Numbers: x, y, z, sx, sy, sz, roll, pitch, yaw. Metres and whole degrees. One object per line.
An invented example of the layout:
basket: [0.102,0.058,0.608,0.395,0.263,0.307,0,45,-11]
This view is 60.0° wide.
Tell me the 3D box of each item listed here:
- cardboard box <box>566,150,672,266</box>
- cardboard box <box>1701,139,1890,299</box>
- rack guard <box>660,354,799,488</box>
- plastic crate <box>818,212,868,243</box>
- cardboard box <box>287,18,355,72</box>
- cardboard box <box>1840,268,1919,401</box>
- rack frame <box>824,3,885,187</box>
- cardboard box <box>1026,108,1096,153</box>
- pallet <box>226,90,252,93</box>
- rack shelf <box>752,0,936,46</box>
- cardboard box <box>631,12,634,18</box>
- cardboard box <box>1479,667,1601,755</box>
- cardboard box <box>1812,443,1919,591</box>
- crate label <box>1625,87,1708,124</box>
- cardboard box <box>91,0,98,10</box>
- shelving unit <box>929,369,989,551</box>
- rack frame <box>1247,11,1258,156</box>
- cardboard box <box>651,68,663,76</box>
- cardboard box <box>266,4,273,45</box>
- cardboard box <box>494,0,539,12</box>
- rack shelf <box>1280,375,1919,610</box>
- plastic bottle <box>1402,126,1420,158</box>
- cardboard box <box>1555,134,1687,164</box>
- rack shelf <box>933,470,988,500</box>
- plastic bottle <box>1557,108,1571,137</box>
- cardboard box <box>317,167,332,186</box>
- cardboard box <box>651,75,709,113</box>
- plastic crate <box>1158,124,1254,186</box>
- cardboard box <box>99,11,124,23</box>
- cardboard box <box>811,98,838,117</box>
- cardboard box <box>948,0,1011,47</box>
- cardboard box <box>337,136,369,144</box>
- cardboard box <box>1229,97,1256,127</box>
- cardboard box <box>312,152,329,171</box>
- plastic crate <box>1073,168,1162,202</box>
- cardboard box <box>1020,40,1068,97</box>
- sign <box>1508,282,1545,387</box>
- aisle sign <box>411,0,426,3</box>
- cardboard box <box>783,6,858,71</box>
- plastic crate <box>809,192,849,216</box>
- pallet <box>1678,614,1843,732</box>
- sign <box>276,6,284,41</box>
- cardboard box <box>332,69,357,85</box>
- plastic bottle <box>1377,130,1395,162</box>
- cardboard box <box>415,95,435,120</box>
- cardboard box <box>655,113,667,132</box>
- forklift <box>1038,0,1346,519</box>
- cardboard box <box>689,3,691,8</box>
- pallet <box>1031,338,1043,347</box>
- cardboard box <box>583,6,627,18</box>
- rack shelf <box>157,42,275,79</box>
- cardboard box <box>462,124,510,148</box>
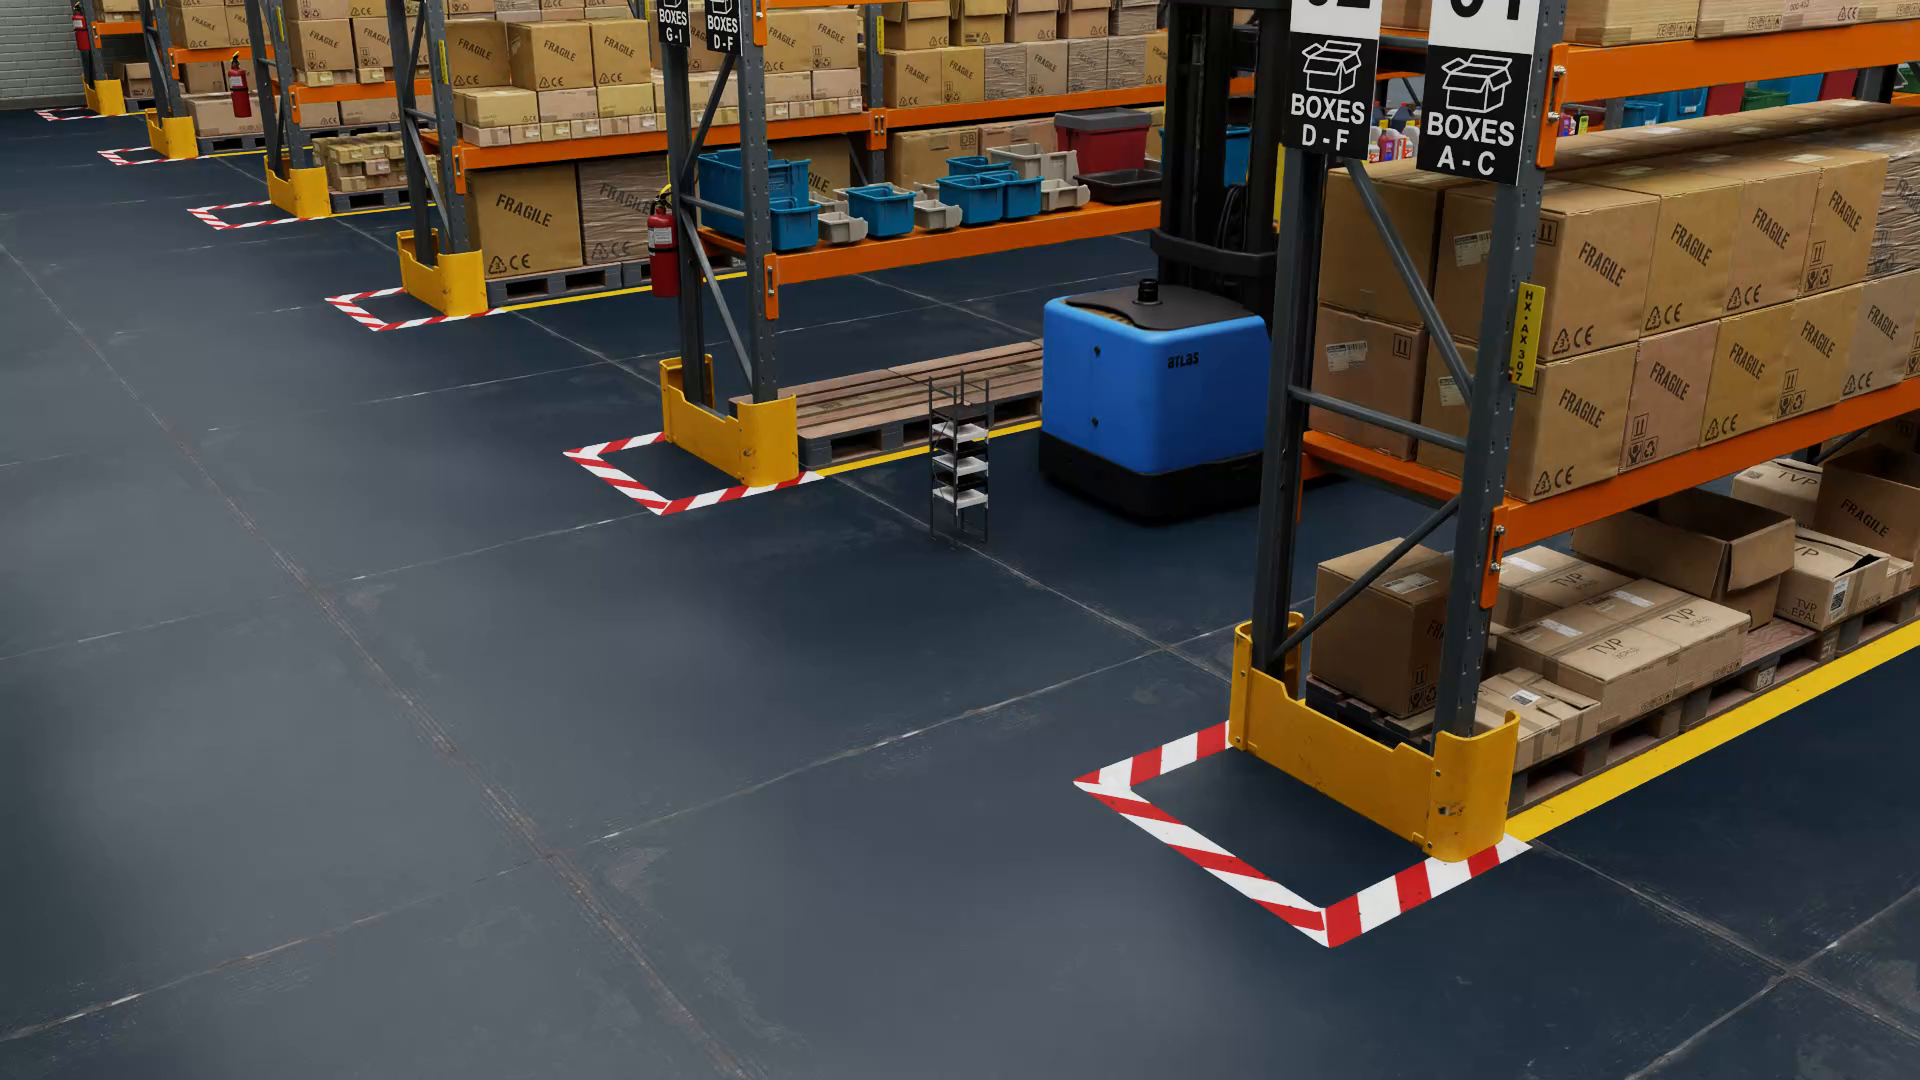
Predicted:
cardboard box: [-3.077,-2.967,14.585,0.875,0.875,0.875,-15,26,-33]
cardboard box: [3.249,-1.278,6.568,0.500,0.500,0.500,-15,26,-33]
rack guard: [-1.408,-0.739,10.074,0.348,0.500,1.175,-15,26,-33]
plastic crate: [-0.694,-1.814,9.669,0.298,0.136,0.250,-15,26,-33]
cardboard box: [-6.577,-5.112,17.124,0.500,0.500,0.500,-14,25,-30]
cardboard box: [3.652,-0.921,7.023,0.500,0.500,0.500,-14,26,-32]
rack frame: [-1.042,-4.265,15.538,0.127,3.000,1.000,-15,26,-33]
cardboard box: [0.905,-4.005,17.187,0.875,0.875,1.225,-15,26,-33]
pallet: [-11.280,-7.030,26.229,1.213,0.211,1.003,-15,26,-33]
rack shelf: [0.228,-3.401,10.296,4.000,0.370,1.077,-15,26,-33]
cardboard box: [-4.665,-7.636,24.187,0.500,0.250,0.500,-15,26,-33]
cardboard box: [2.237,0.652,6.444,0.250,0.166,0.380,-15,26,-33]
cardboard box: [4.444,-0.119,7.926,0.500,0.500,0.500,-15,26,-33]
crate label: [6.062,-3.791,14.302,0.616,0.435,0.502,-15,26,-33]
cardboard box: [-12.760,-8.121,25.002,0.500,0.250,0.500,-14,26,-31]
shelving unit: [-0.007,-0.416,8.725,0.210,0.900,0.258,-15,26,-33]
rack frame: [1.851,-2.775,11.803,0.127,3.000,1.000,-15,26,-33]
cardboard box: [-2.805,-3.986,14.640,0.500,0.250,0.500,-15,26,-33]
cardboard box: [-8.701,-6.667,21.422,0.500,0.500,0.500,-15,26,-33]
cardboard box: [-4.920,-6.025,18.063,0.500,0.500,0.500,-14,26,-31]
rack shelf: [3.117,-0.517,7.115,4.000,0.370,1.077,-15,26,-33]
plastic bottle: [3.389,-2.954,12.418,0.135,0.276,0.152,-15,26,-33]
cardboard box: [2.522,-1.331,6.702,0.500,0.500,0.500,-14,26,-31]
rack shelf: [-0.007,-0.302,8.771,0.200,0.077,0.258,-15,26,-33]
plastic bottle: [4.832,-3.321,13.329,0.133,0.283,0.061,-15,26,-33]
cardboard box: [-6.798,-3.961,18.056,0.250,0.149,0.380,-14,26,-32]
cardboard box: [-2.493,-3.827,14.241,0.500,0.250,0.500,-16,27,-34]
plastic crate: [1.671,-2.592,11.285,0.575,0.384,0.392,-15,26,-33]
cardboard box: [-12.551,-7.745,24.598,0.250,0.149,0.380,-15,26,-33]
cardboard box: [-1.307,-3.928,15.032,0.250,0.149,0.380,-14,26,-32]
cardboard box: [0.036,-5.063,16.049,0.637,0.503,0.797,-15,26,-32]
cardboard box: [-6.584,-4.289,18.074,0.250,0.149,0.380,-14,26,-32]
cardboard box: [3.156,-4.794,18.632,0.500,0.250,0.500,-12,25,-27]
cardboard box: [-6.841,-4.123,18.059,0.250,0.149,0.380,-16,27,-34]
plastic crate: [1.099,-2.352,11.034,0.590,0.125,0.437,-15,26,-33]
cardboard box: [0.708,-4.667,16.409,0.500,0.500,0.500,-14,26,-32]
sign: [1.811,-0.657,5.328,0.005,0.325,0.100,-15,26,-33]
aisle sign: [-4.172,-4.501,12.621,0.004,0.787,0.394,-15,26,-33]
cardboard box: [-1.259,-4.502,14.920,0.500,0.500,0.500,-14,26,-31]
plastic crate: [-0.840,-2.046,10.250,0.243,0.136,0.396,-15,26,-33]
pallet: [3.192,0.425,7.546,1.213,0.211,1.003,-15,26,-33]
sign: [-6.786,-5.152,16.593,0.005,0.325,0.100,-15,26,-33]
cardboard box: [-6.466,-4.836,17.307,0.250,0.149,0.380,-14,26,-31]
plastic bottle: [3.119,-2.864,12.184,0.133,0.283,0.061,-15,26,-33]
cardboard box: [-7.401,-6.148,23.146,0.875,0.438,0.875,-15,26,-34]
cardboard box: [-2.560,-3.594,14.194,0.250,0.149,0.380,-16,27,-34]
forklift: [1.970,-1.878,9.649,3.031,2.935,1.130,-14,26,-31]
cardboard box: [-3.268,-6.081,19.057,0.250,0.149,0.380,-13,25,-30]
pallet: [1.277,-1.309,11.892,1.213,0.211,1.003,-15,26,-33]
cardboard box: [-4.084,-5.774,18.783,0.500,0.500,0.500,-15,26,-33]
rack shelf: [-8.453,-6.480,22.058,4.000,0.370,1.077,-15,26,-33]
cardboard box: [-3.808,-3.260,13.358,0.250,0.149,0.380,-15,26,-32]
